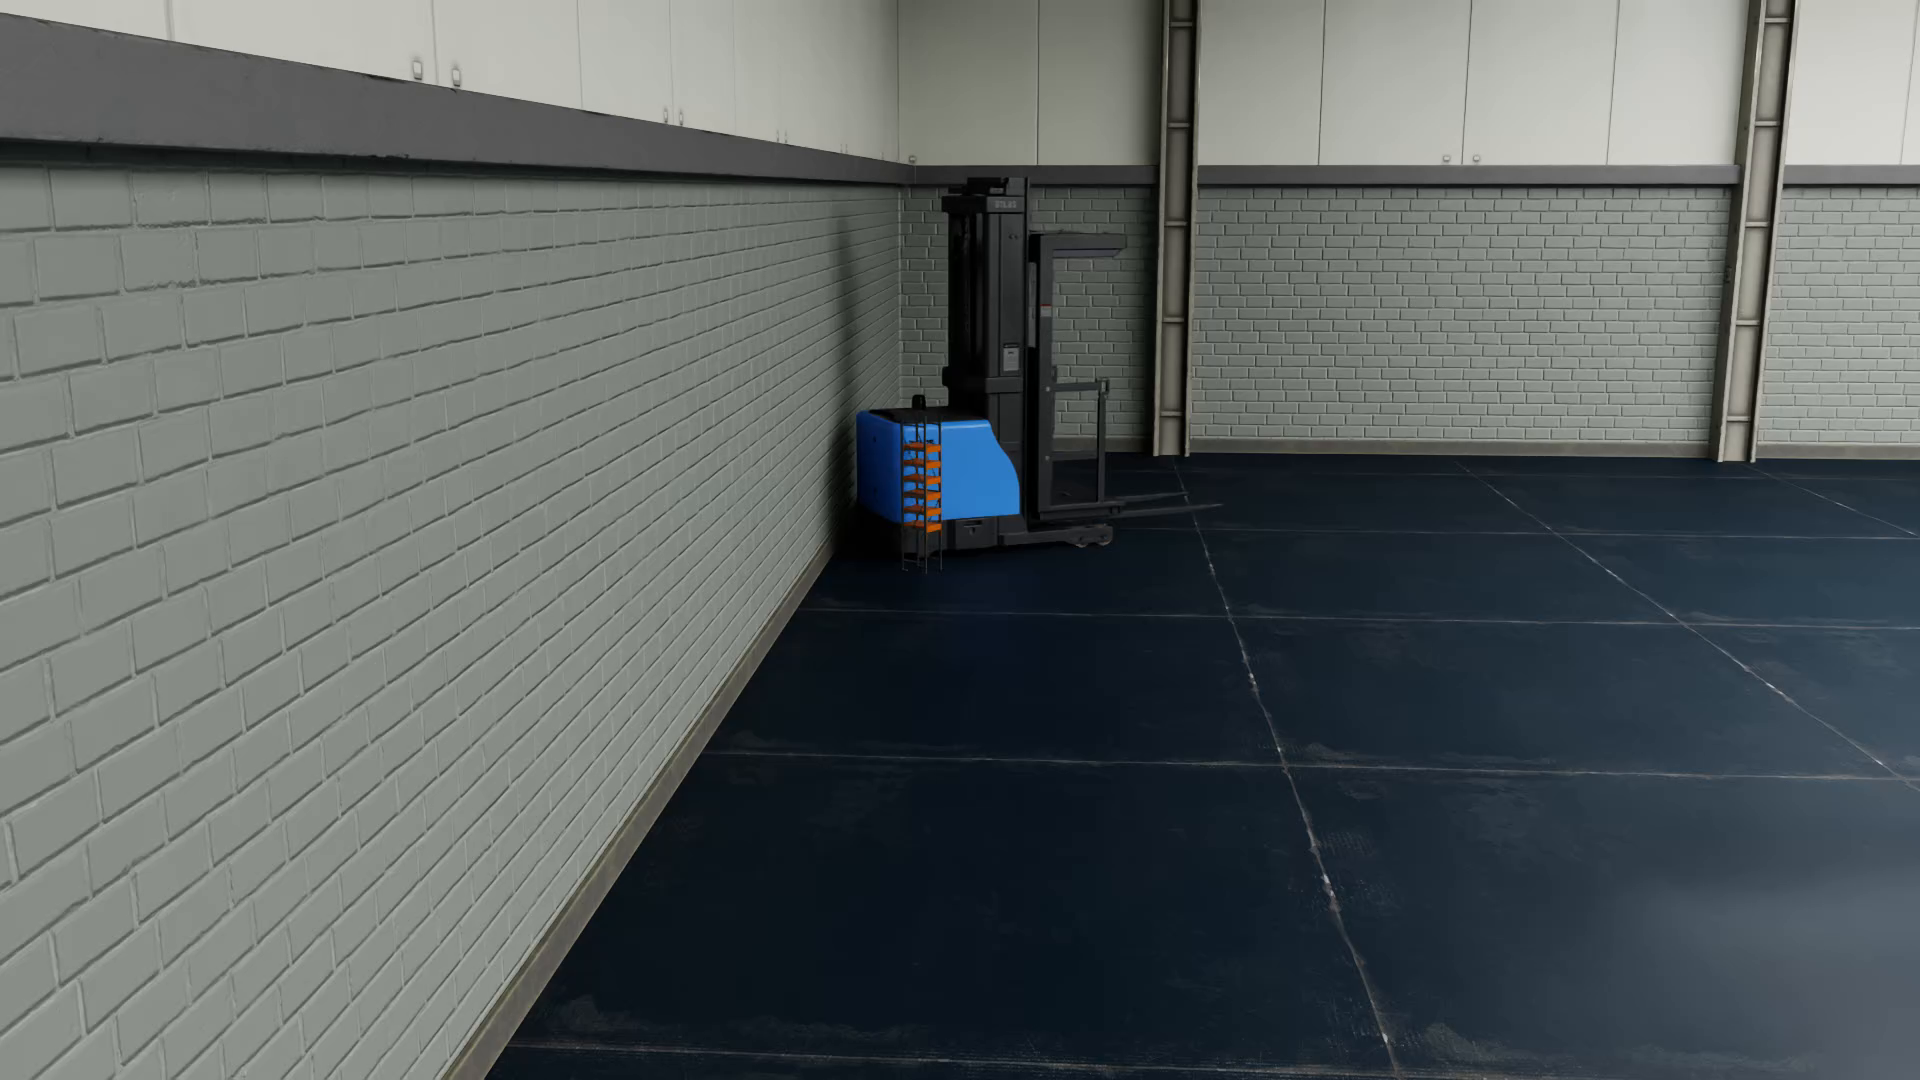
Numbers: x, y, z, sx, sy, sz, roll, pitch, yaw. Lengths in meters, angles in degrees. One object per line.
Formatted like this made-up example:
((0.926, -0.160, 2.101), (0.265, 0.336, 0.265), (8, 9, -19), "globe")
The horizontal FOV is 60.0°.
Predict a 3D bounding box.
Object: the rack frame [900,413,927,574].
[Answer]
((-0.349, -0.345, 12.487), (0.240, 1.200, 0.006), (9, 15, 36), "rack frame")

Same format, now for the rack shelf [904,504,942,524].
((-0.294, -0.199, 12.592), (0.258, 0.103, 0.180), (9, 15, 36), "rack shelf")

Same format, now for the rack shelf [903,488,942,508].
((-0.294, -0.316, 12.568), (0.258, 0.103, 0.180), (9, 15, 36), "rack shelf")

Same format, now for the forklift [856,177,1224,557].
((0.711, -1.468, 13.628), (3.031, 2.935, 1.130), (-5, 13, -21), "forklift")

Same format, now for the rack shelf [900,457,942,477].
((-0.294, -0.551, 12.518), (0.258, 0.103, 0.180), (9, 15, 36), "rack shelf")

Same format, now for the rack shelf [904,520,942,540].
((-0.294, -0.082, 12.617), (0.258, 0.103, 0.180), (9, 15, 36), "rack shelf")

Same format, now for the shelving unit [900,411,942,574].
((-0.294, -0.360, 12.558), (0.258, 1.200, 0.189), (9, 15, 36), "shelving unit")

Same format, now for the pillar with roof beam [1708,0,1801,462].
((8.013, -4.390, 12.776), (0.400, 9.000, 9.100), (1, 12, 4), "pillar with roof beam")

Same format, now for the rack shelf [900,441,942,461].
((-0.294, -0.669, 12.494), (0.258, 0.103, 0.180), (9, 15, 36), "rack shelf")

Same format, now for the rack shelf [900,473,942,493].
((-0.294, -0.434, 12.543), (0.258, 0.103, 0.180), (9, 15, 36), "rack shelf")

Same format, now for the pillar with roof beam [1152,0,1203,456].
((2.026, -4.472, 13.169), (0.400, 9.000, 9.100), (1, 12, 4), "pillar with roof beam")

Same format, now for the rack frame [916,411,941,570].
((-0.239, -0.375, 12.630), (0.240, 1.200, 0.006), (9, 15, 36), "rack frame")
